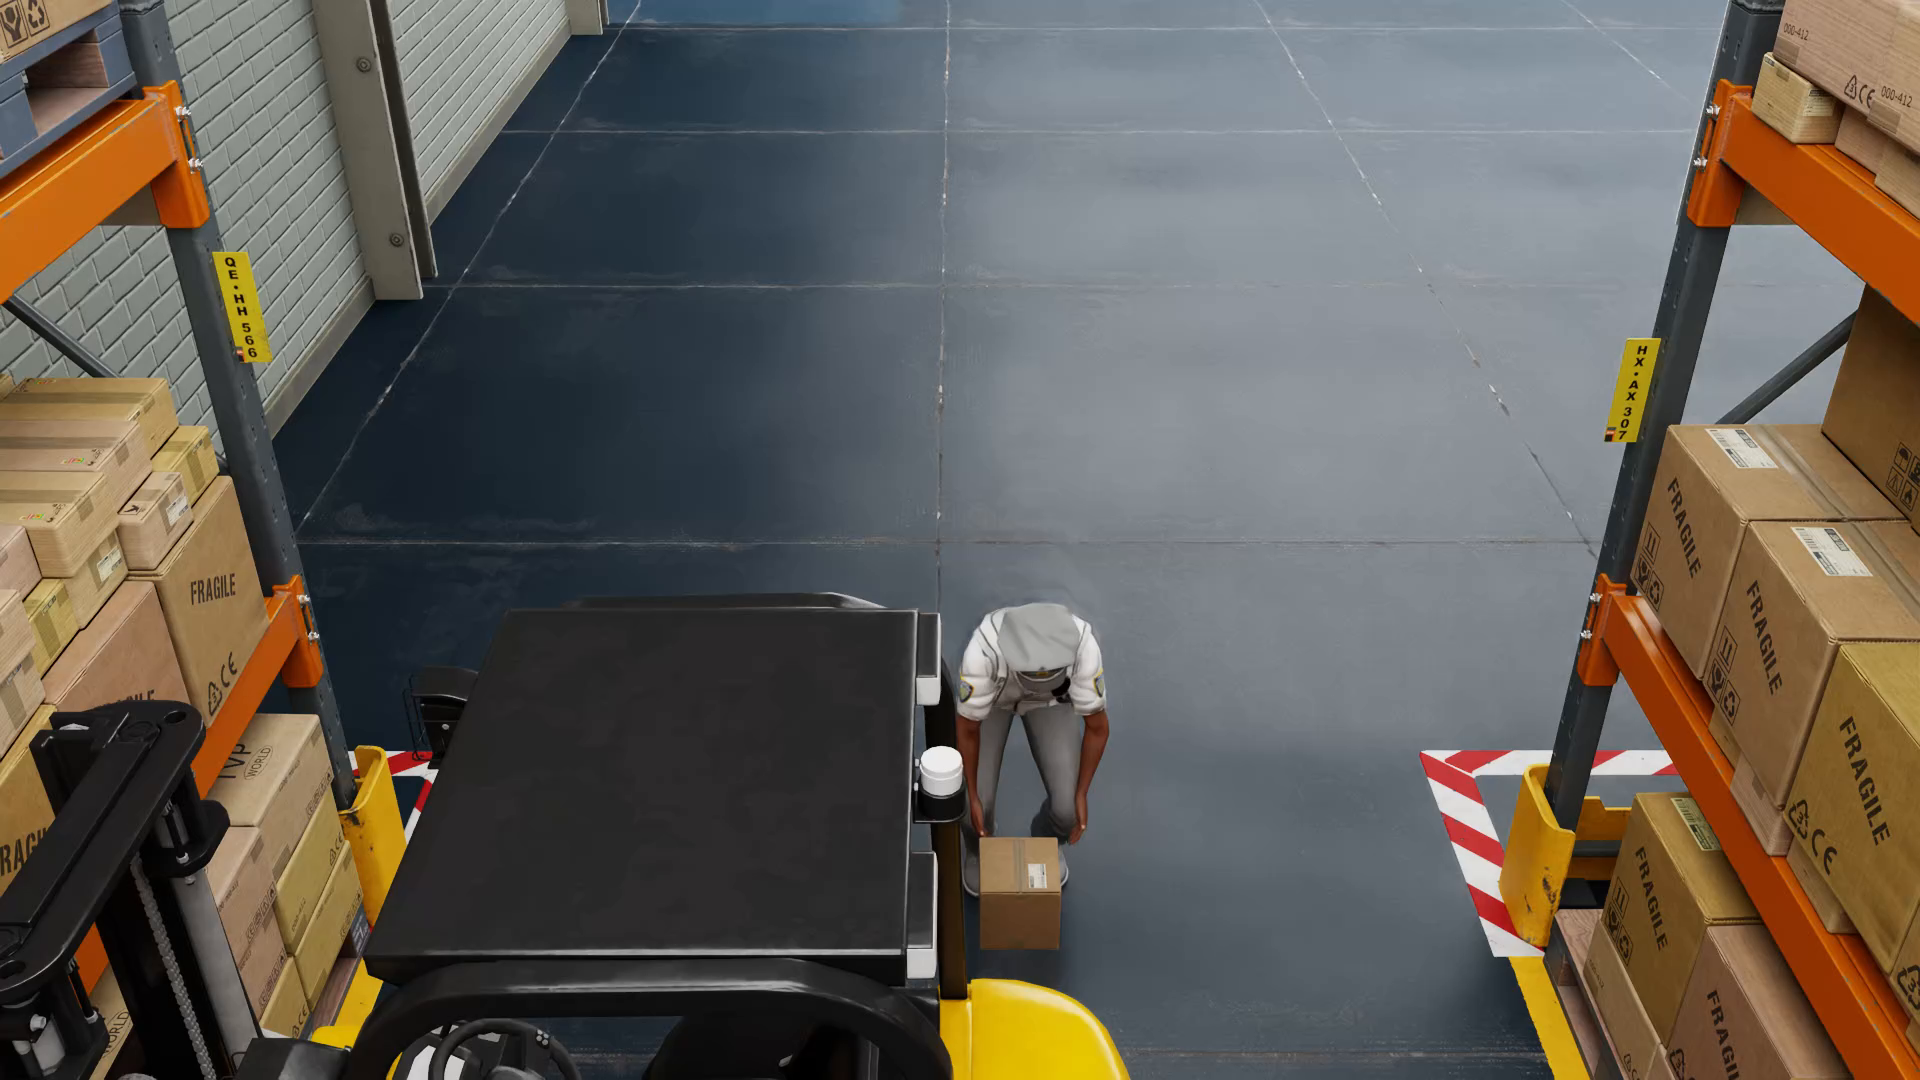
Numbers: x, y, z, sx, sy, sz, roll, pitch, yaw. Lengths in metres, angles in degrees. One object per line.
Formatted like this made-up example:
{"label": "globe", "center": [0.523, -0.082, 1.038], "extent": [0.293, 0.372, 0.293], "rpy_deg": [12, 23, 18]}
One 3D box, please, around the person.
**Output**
{"label": "person", "center": [0.223, 0.733, 5.492], "extent": [0.489, 1.098, 0.823], "rpy_deg": [0, 32, 0]}
